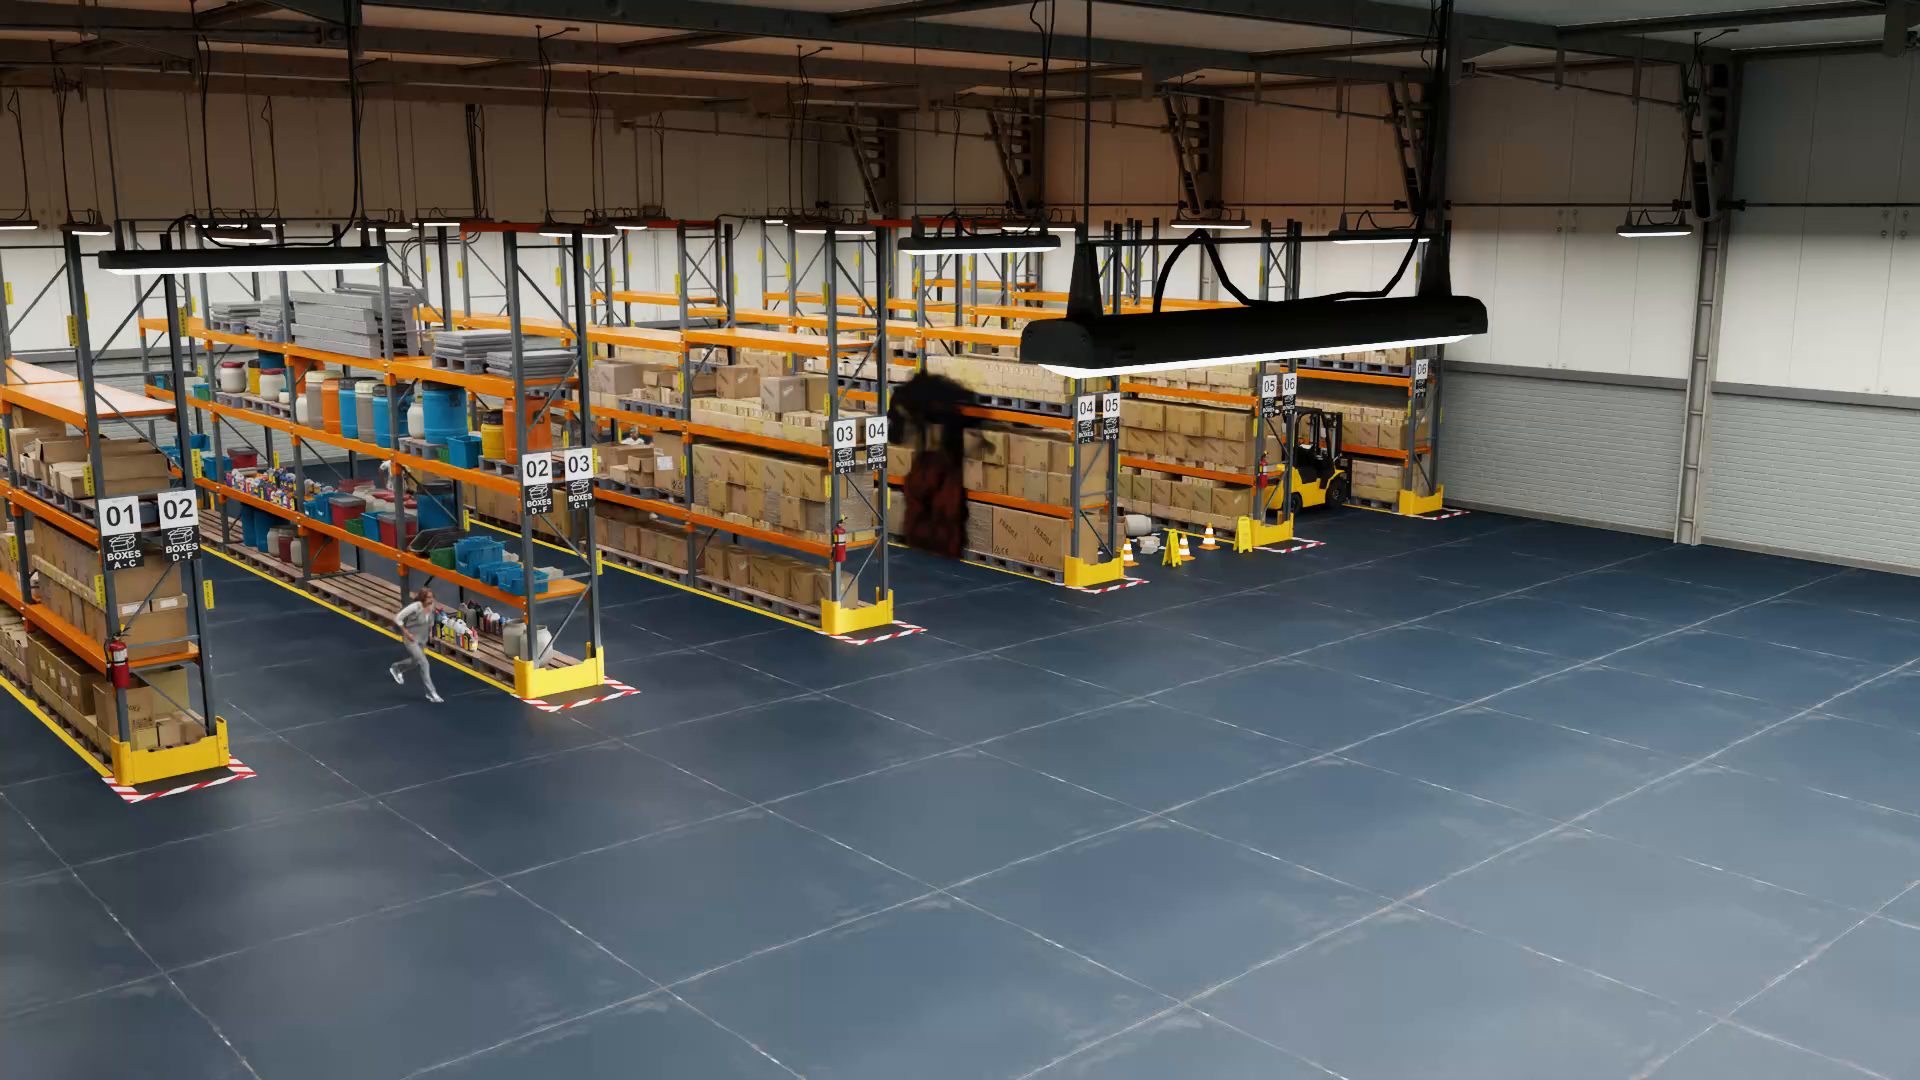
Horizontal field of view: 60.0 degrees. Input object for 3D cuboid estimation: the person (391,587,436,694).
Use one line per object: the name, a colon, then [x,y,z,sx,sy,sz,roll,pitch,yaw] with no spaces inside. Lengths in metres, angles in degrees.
person: [-7.098,1.275,21.508,0.860,1.432,0.520,8,14,34]

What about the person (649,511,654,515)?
person: [-6.416,-1.069,34.118,0.340,1.097,0.520,-10,15,-41]

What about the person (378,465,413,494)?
person: [-11.034,-0.967,32.543,0.577,1.696,0.944,-10,15,-41]

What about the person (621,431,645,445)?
person: [-7.275,-0.525,29.736,6.507,1.593,9.461,9,14,37]
